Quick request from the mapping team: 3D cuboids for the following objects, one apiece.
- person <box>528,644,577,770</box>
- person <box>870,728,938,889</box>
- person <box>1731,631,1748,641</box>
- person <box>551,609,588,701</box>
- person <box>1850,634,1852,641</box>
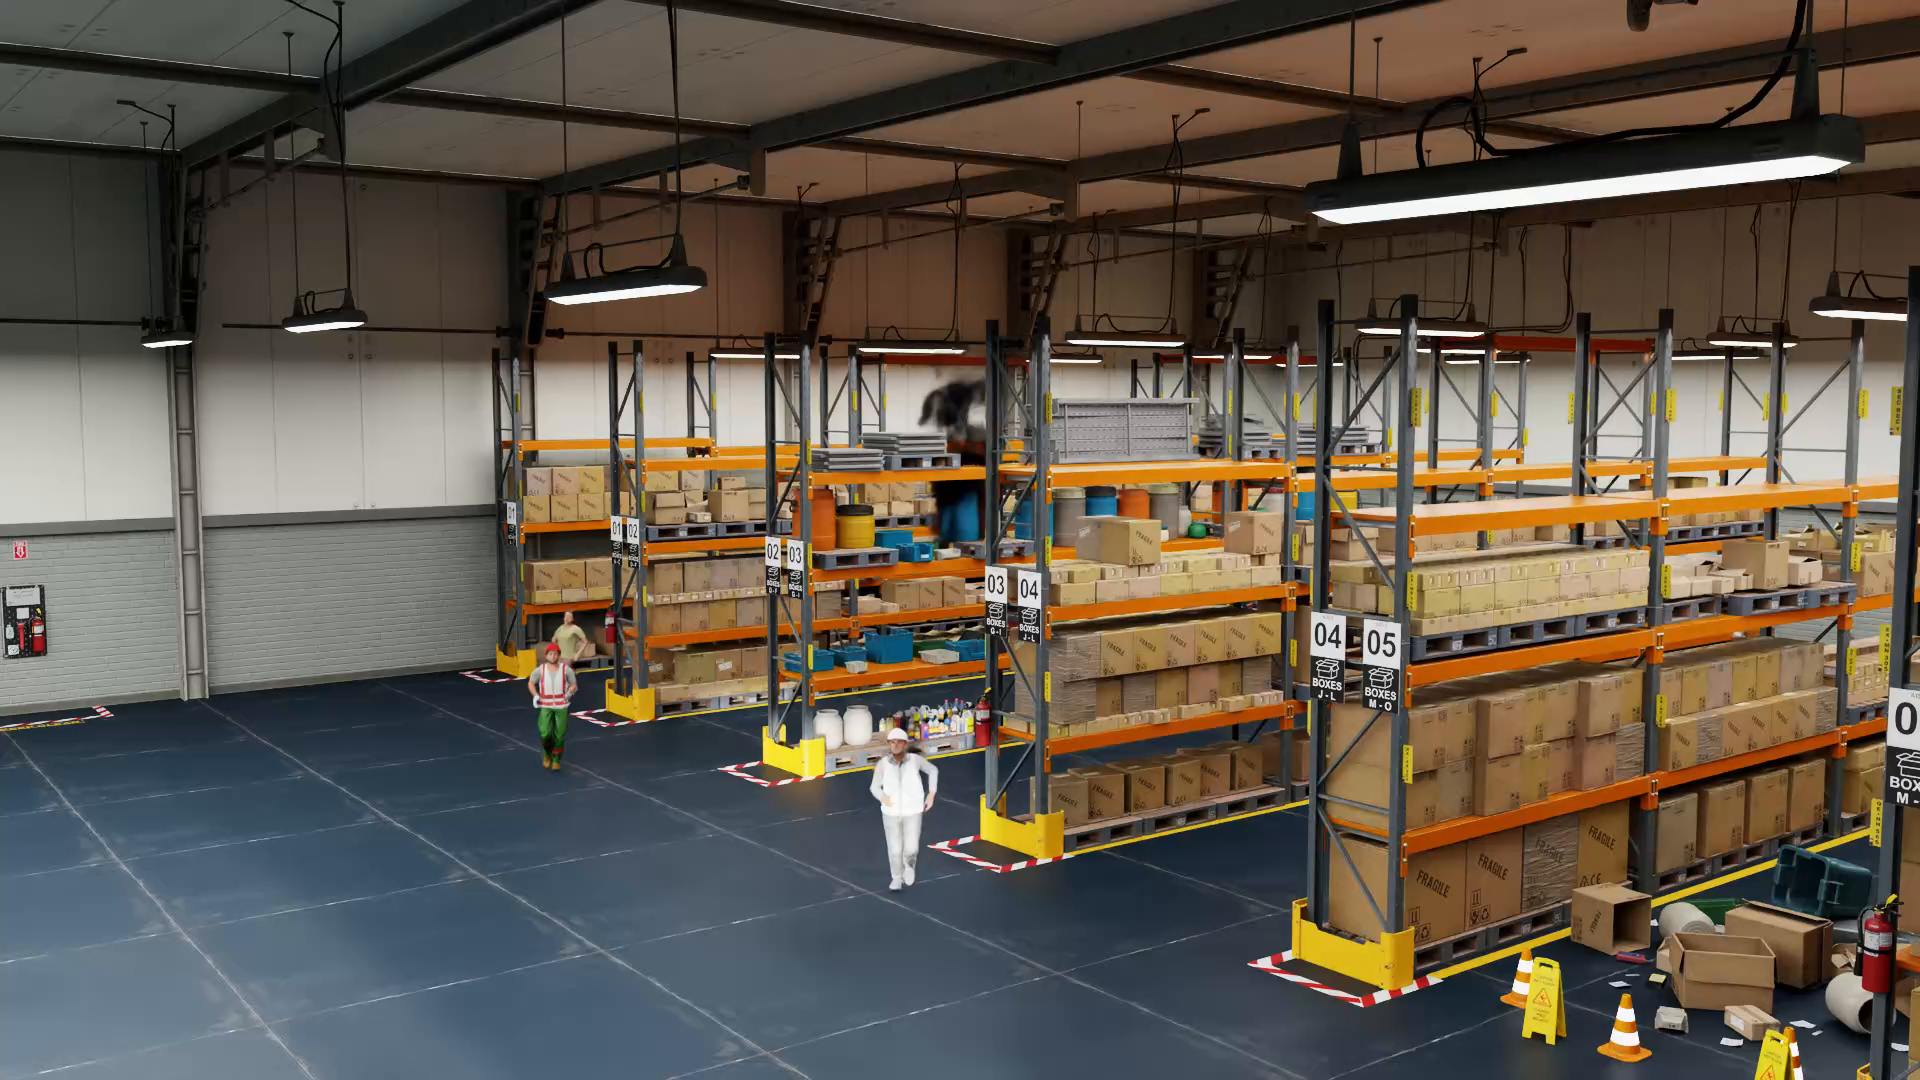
[{"bbox_3d":[-5.540,2.293,22.641,0.643,1.742,0.584,-1,5,-14],"label":"person"},{"bbox_3d":[-0.583,2.792,17.117,0.679,1.730,0.757,0,5,4],"label":"person"},{"bbox_3d":[11.518,2.154,24.639,0.924,1.712,0.579,-5,7,-45],"label":"person"},{"bbox_3d":[-6.493,1.955,27.393,0.649,1.630,0.510,3,6,26],"label":"person"},{"bbox_3d":[12.771,2.168,24.087,0.893,1.727,0.655,-3,6,-34],"label":"person"}]
